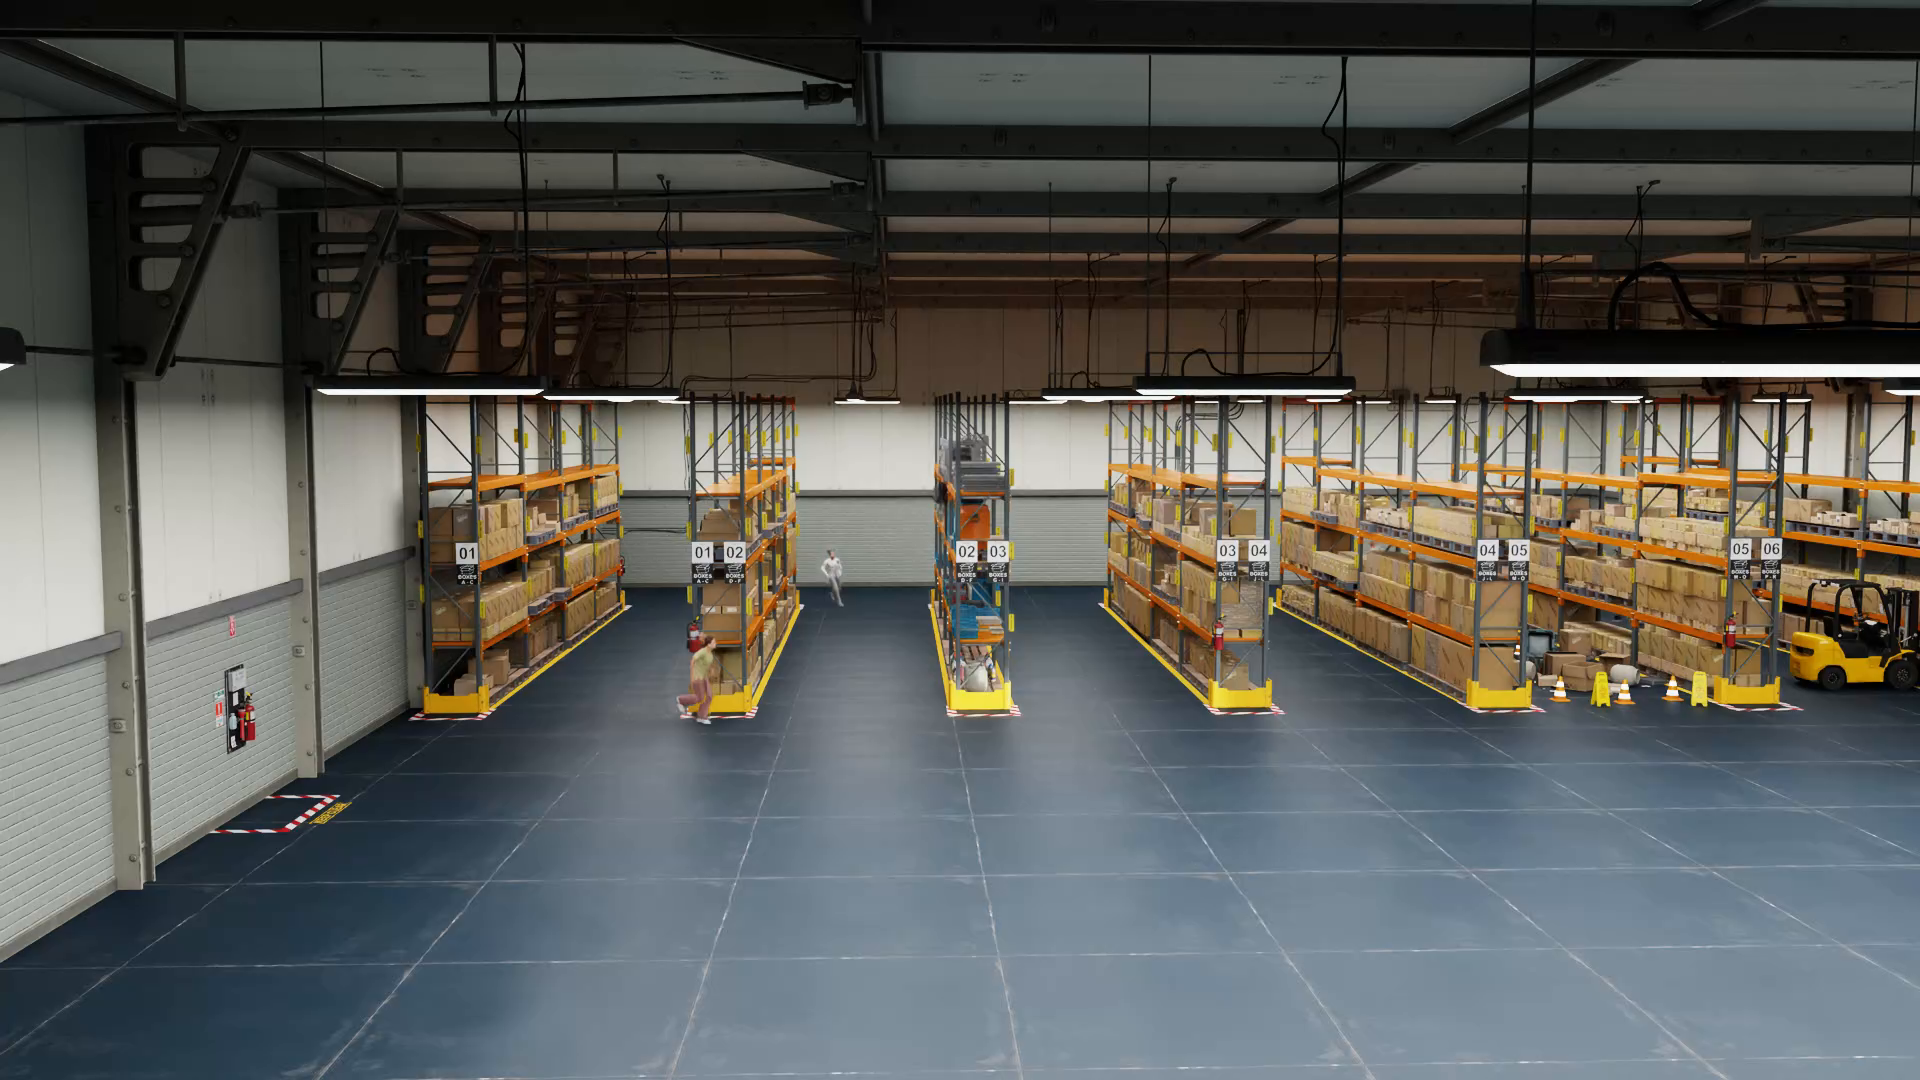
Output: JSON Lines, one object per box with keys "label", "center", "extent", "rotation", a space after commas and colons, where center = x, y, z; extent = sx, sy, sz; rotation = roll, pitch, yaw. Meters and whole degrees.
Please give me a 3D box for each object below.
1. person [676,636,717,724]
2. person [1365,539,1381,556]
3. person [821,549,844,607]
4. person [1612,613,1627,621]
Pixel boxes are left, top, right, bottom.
{"label": "person", "center": [-4.786, 2.528, 30.208], "extent": [0.794, 1.611, 0.583], "rotation": [1, 5, 14]}
{"label": "person", "center": [12.533, 0.770, 50.322], "extent": [0.991, 1.768, 0.663], "rotation": [-2, 5, -23]}
{"label": "person", "center": [-3.665, 1.077, 47.848], "extent": [0.610, 1.659, 0.785], "rotation": [-3, 5, -31]}
{"label": "person", "center": [17.582, 1.420, 44.305], "extent": [0.539, 1.535, 0.574], "rotation": [-3, 5, -30]}
